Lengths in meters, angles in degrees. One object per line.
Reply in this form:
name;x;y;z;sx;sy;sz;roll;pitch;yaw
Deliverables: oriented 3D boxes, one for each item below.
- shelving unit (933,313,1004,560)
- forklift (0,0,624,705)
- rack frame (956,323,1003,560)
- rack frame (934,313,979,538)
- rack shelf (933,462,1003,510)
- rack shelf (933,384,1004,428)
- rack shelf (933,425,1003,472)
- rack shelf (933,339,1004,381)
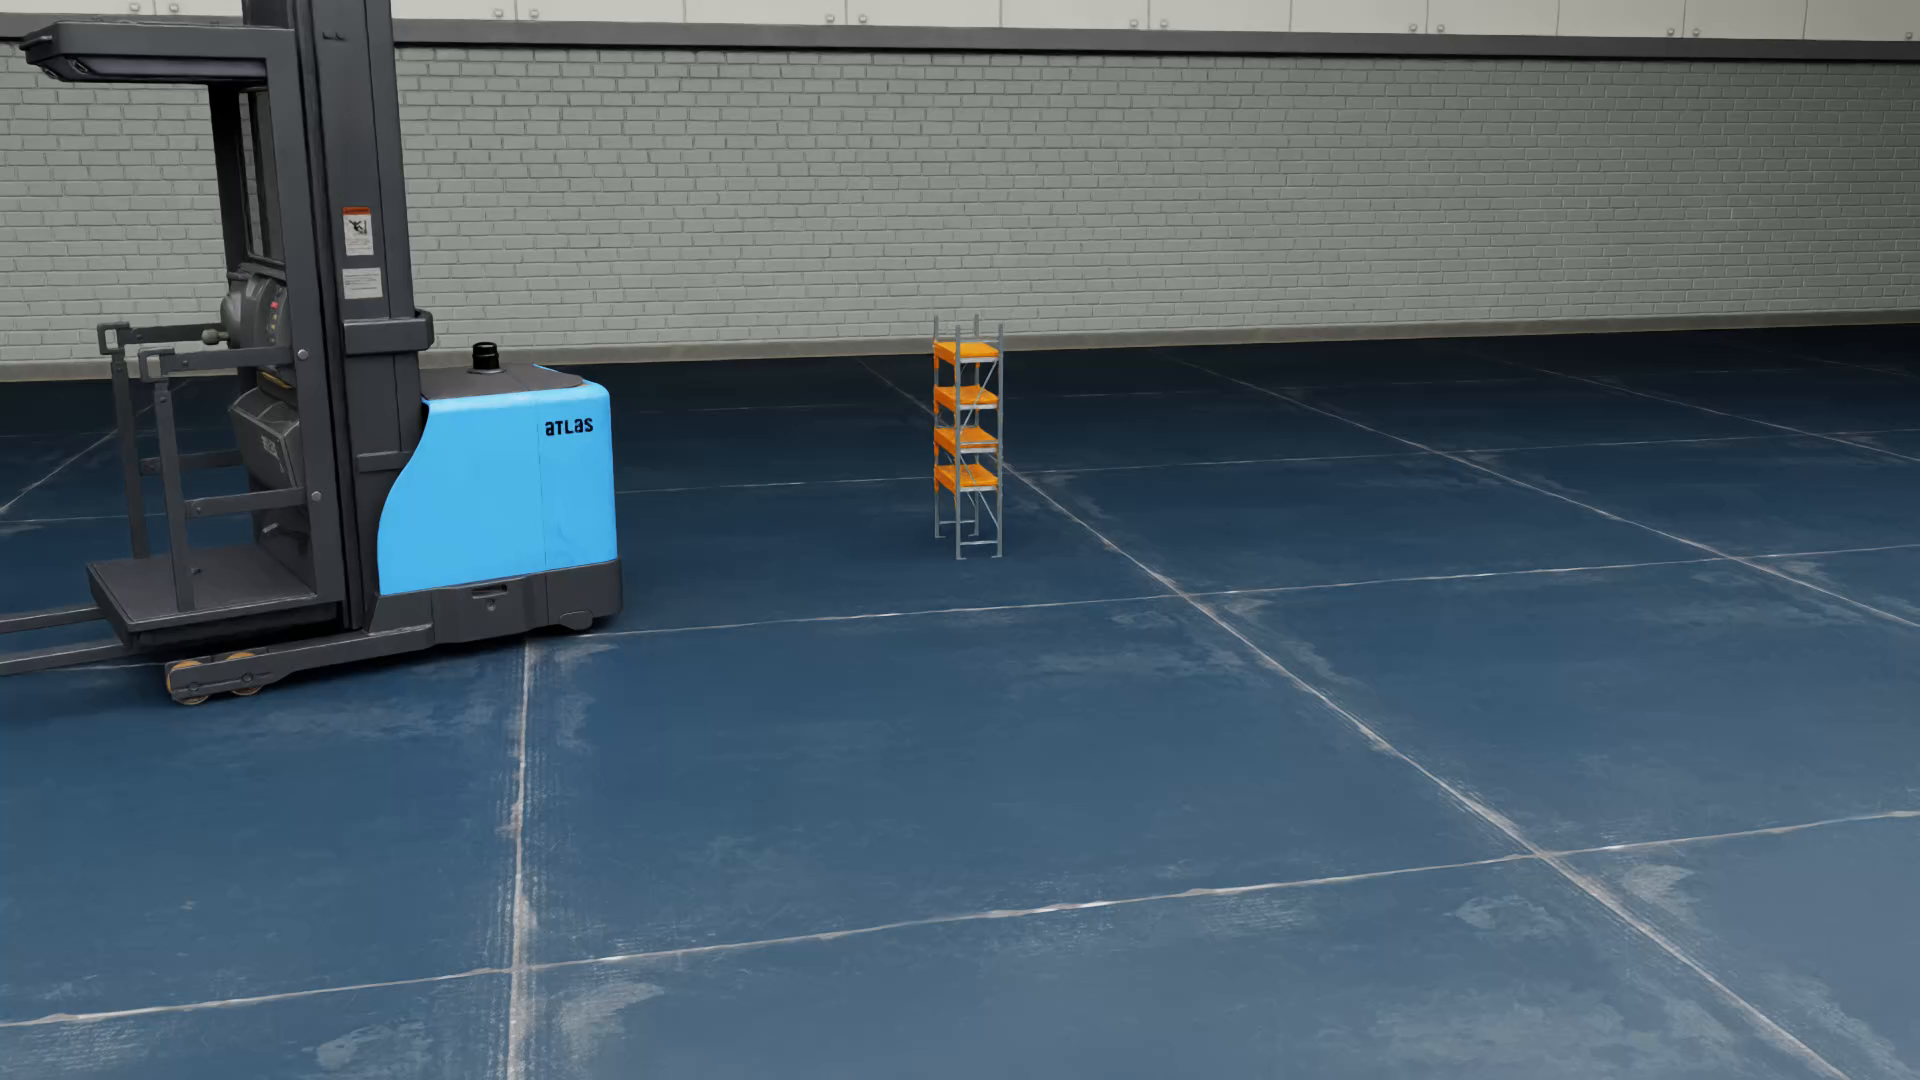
shelving unit;0.039;-0.545;8.628;0.258;1.200;0.503;-3;14;-13
forklift;-2.994;-0.937;6.585;3.031;2.935;1.130;-9;17;-33
rack frame;0.096;-0.488;8.398;0.240;1.200;0.015;-3;14;-13
rack frame;-0.018;-0.601;8.859;0.240;1.200;0.015;-3;14;-13
rack shelf;0.039;-0.286;8.691;0.258;0.148;0.480;-3;14;-13
rack shelf;0.039;-0.697;8.591;0.258;0.148;0.480;-3;14;-13
rack shelf;0.039;-0.479;8.644;0.258;0.148;0.480;-3;14;-13
rack shelf;0.039;-0.926;8.535;0.258;0.148;0.480;-3;14;-13
